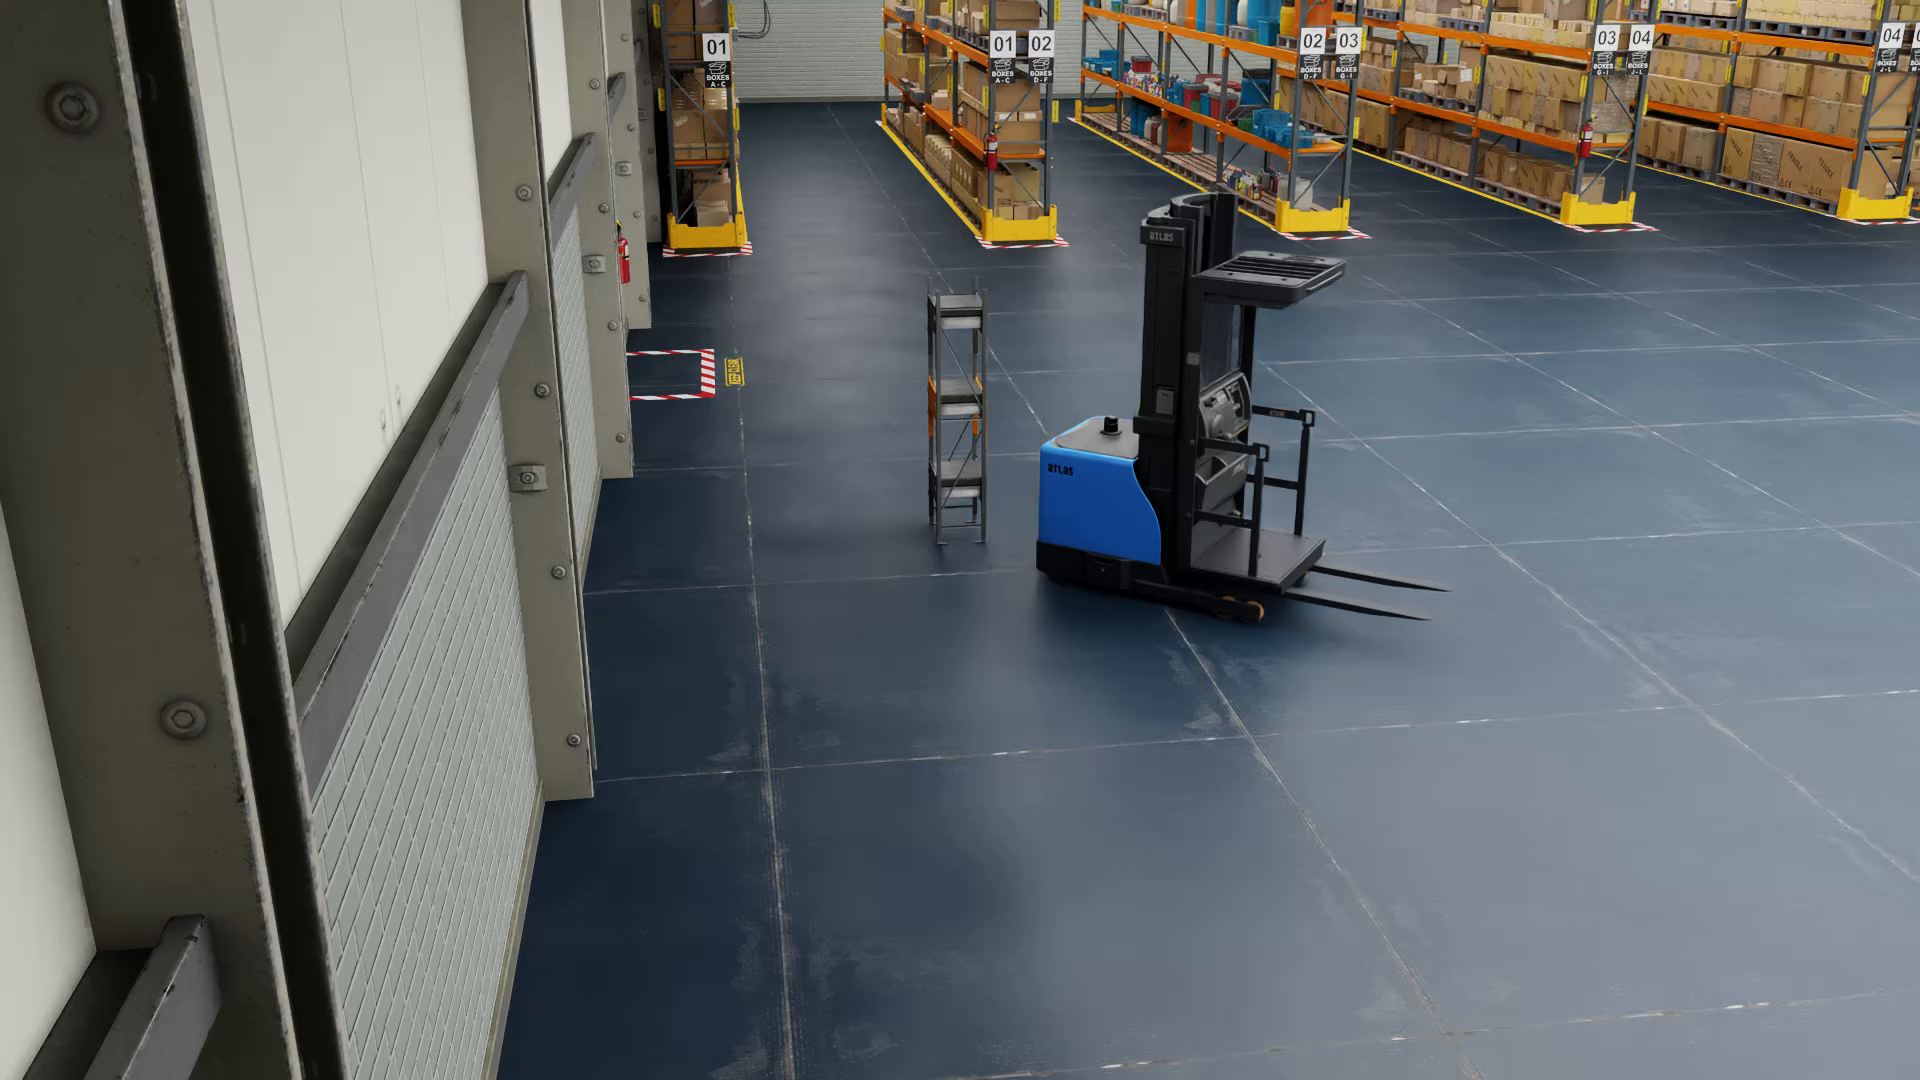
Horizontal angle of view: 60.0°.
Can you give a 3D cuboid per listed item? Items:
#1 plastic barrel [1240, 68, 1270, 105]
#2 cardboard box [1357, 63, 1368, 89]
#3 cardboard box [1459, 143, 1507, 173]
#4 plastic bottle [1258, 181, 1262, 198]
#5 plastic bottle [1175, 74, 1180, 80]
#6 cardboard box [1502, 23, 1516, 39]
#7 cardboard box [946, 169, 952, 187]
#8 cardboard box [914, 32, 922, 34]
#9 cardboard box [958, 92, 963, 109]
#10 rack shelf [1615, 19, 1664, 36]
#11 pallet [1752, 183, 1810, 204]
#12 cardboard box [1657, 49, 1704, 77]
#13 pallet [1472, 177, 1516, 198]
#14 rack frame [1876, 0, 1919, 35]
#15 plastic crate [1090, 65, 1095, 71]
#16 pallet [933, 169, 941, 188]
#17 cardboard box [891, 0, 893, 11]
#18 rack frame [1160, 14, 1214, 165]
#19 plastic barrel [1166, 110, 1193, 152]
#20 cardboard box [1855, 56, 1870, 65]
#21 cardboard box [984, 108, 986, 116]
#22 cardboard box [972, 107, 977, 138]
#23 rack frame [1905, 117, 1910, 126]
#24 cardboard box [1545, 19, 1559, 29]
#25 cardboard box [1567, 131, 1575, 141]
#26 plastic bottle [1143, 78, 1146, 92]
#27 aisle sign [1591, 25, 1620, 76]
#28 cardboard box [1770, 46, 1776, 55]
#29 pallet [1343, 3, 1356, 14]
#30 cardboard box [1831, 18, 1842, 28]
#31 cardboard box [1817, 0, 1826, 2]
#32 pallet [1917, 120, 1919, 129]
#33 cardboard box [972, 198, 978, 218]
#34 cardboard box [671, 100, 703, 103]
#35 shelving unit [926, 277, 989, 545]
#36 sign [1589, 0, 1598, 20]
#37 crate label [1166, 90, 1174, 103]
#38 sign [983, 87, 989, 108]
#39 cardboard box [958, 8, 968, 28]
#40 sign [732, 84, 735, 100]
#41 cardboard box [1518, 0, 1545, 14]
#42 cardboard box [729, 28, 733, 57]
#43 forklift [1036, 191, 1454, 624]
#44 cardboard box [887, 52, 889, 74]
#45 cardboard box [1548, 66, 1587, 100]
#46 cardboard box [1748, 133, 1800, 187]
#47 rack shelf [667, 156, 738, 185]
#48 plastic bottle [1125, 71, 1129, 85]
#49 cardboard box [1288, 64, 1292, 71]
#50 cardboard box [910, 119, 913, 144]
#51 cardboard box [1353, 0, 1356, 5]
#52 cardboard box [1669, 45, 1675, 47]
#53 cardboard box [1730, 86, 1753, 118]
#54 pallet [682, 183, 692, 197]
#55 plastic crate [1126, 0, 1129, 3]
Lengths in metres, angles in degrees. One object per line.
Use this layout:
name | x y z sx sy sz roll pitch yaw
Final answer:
plastic barrel | 5.511 -8.266 30.843 0.600 0.901 0.708 -3 21 -8
cardboard box | 9.059 -10.251 36.731 0.500 0.500 0.500 -3 21 -7
cardboard box | 10.101 -7.380 32.133 0.700 0.500 0.500 -5 21 -12
plastic bottle | 5.241 -6.138 29.118 0.061 0.283 0.133 -3 21 -8
plastic bottle | 4.729 -9.945 36.128 0.144 0.351 0.185 -3 21 -8
cardboard box | 10.061 -9.115 29.761 0.500 0.250 0.500 -3 21 -8
cardboard box | 0.019 -6.671 30.619 0.500 0.250 0.500 -3 21 -8
cardboard box | -0.801 -11.631 38.998 0.500 0.500 0.500 -2 21 -6
cardboard box | 0.195 -8.129 31.052 0.500 0.500 0.500 -1 21 -4
rack shelf | 14.226 -11.492 36.940 1.077 0.370 4.000 -3 21 -8
pallet | 15.303 -6.350 30.416 1.003 0.211 1.213 -3 21 -8
cardboard box | 14.720 -9.738 33.931 0.700 0.500 0.500 -3 21 -9
pallet | 10.300 -6.595 31.071 1.003 0.211 1.213 -3 21 -8
rack frame | 15.668 -9.772 27.019 1.000 3.000 0.127 -3 21 -8
plastic crate | 3.309 -11.489 40.481 0.250 0.136 0.298 -3 21 -8
pallet | 0.041 -7.003 32.166 1.003 0.211 1.213 -3 21 -8
cardboard box | -1.331 -12.413 38.590 0.500 0.250 0.500 -3 21 -8
rack frame | 4.691 -9.267 34.240 1.000 3.000 0.127 -3 21 -8
plastic barrel | 4.603 -8.615 34.997 0.600 0.830 0.708 -3 21 -8
cardboard box | 19.316 -10.052 35.174 0.500 0.500 0.500 -2 21 -5
cardboard box | 0.588 -6.988 27.069 0.380 0.149 0.250 -3 21 -7
cardboard box | 0.586 -7.171 28.485 0.700 0.500 0.500 -3 21 -7
rack frame | 23.733 -11.653 40.629 1.000 3.000 0.127 -3 21 -8
cardboard box | 10.216 -8.800 28.347 0.380 0.149 0.250 -4 21 -10
cardboard box | 10.464 -6.804 28.005 0.380 0.149 0.250 -3 21 -8
plastic bottle | 4.000 -9.837 35.932 0.061 0.283 0.133 -3 21 -8
aisle sign | 10.457 -7.928 26.940 0.394 0.787 0.004 -3 21 -8
cardboard box | 18.852 -11.223 37.904 0.500 0.500 0.500 -3 21 -9
pallet | 9.196 -11.902 37.282 0.805 0.209 1.217 -4 21 -10
cardboard box | 15.176 -8.855 28.466 0.380 0.149 0.250 -3 21 -7
cardboard box | 15.101 -9.406 28.803 0.380 0.149 0.250 -3 21 -9
pallet | 23.888 -10.067 40.368 1.003 0.211 1.213 -3 21 -8
cardboard box | 0.488 -5.500 27.485 0.500 0.250 0.500 -3 21 -8
cardboard box | -4.380 -6.794 26.733 0.500 0.500 0.500 -3 21 -9
shelving unit | -0.024 -1.041 13.502 0.431 2.100 0.503 -3 21 -8
sign | 10.193 -8.546 26.757 0.100 0.325 0.005 -3 21 -8
crate label | 4.381 -9.024 33.828 0.303 0.233 0.416 -3 21 -8
sign | 0.403 -6.879 25.854 0.100 0.325 0.005 -3 21 -8
cardboard box | 0.255 -8.884 28.256 0.500 0.311 0.500 -4 21 -11
sign | -4.000 -7.818 29.123 0.100 0.325 0.005 -3 21 -8
cardboard box | 10.486 -9.814 30.136 0.500 0.500 0.500 -4 21 -9
cardboard box | -3.803 -7.775 25.787 0.500 0.500 0.500 -2 21 -4
forklift | 2.127 -0.973 12.133 3.031 2.935 1.130 11 23 28
cardboard box | -1.482 -11.490 40.049 0.500 0.500 0.500 -3 21 -8
cardboard box | 10.344 -7.752 28.188 0.500 0.500 0.500 -3 21 -8
cardboard box | 15.246 -7.015 30.648 0.875 0.875 0.875 -3 21 -7
rack shelf | -4.248 -6.353 27.466 1.077 0.370 4.000 -3 21 -8
plastic bottle | 3.764 -10.402 37.447 0.061 0.283 0.133 -3 21 -8
cardboard box | 8.313 -11.673 41.043 0.380 0.149 0.250 -3 21 -9
cardboard box | -0.807 -8.901 36.204 0.500 0.500 0.500 -3 21 -7
cardboard box | 9.084 -12.077 37.005 0.500 0.311 0.500 -4 21 -10
cardboard box | 18.186 -12.302 42.223 0.500 0.500 0.500 -3 21 -8
cardboard box | 15.156 -8.290 31.410 0.875 0.550 0.550 -3 21 -8
pallet | -4.650 -6.345 30.404 1.003 0.211 1.213 -3 21 -8
plastic crate | 3.962 -13.015 40.293 0.450 0.188 0.336 -3 21 -8
